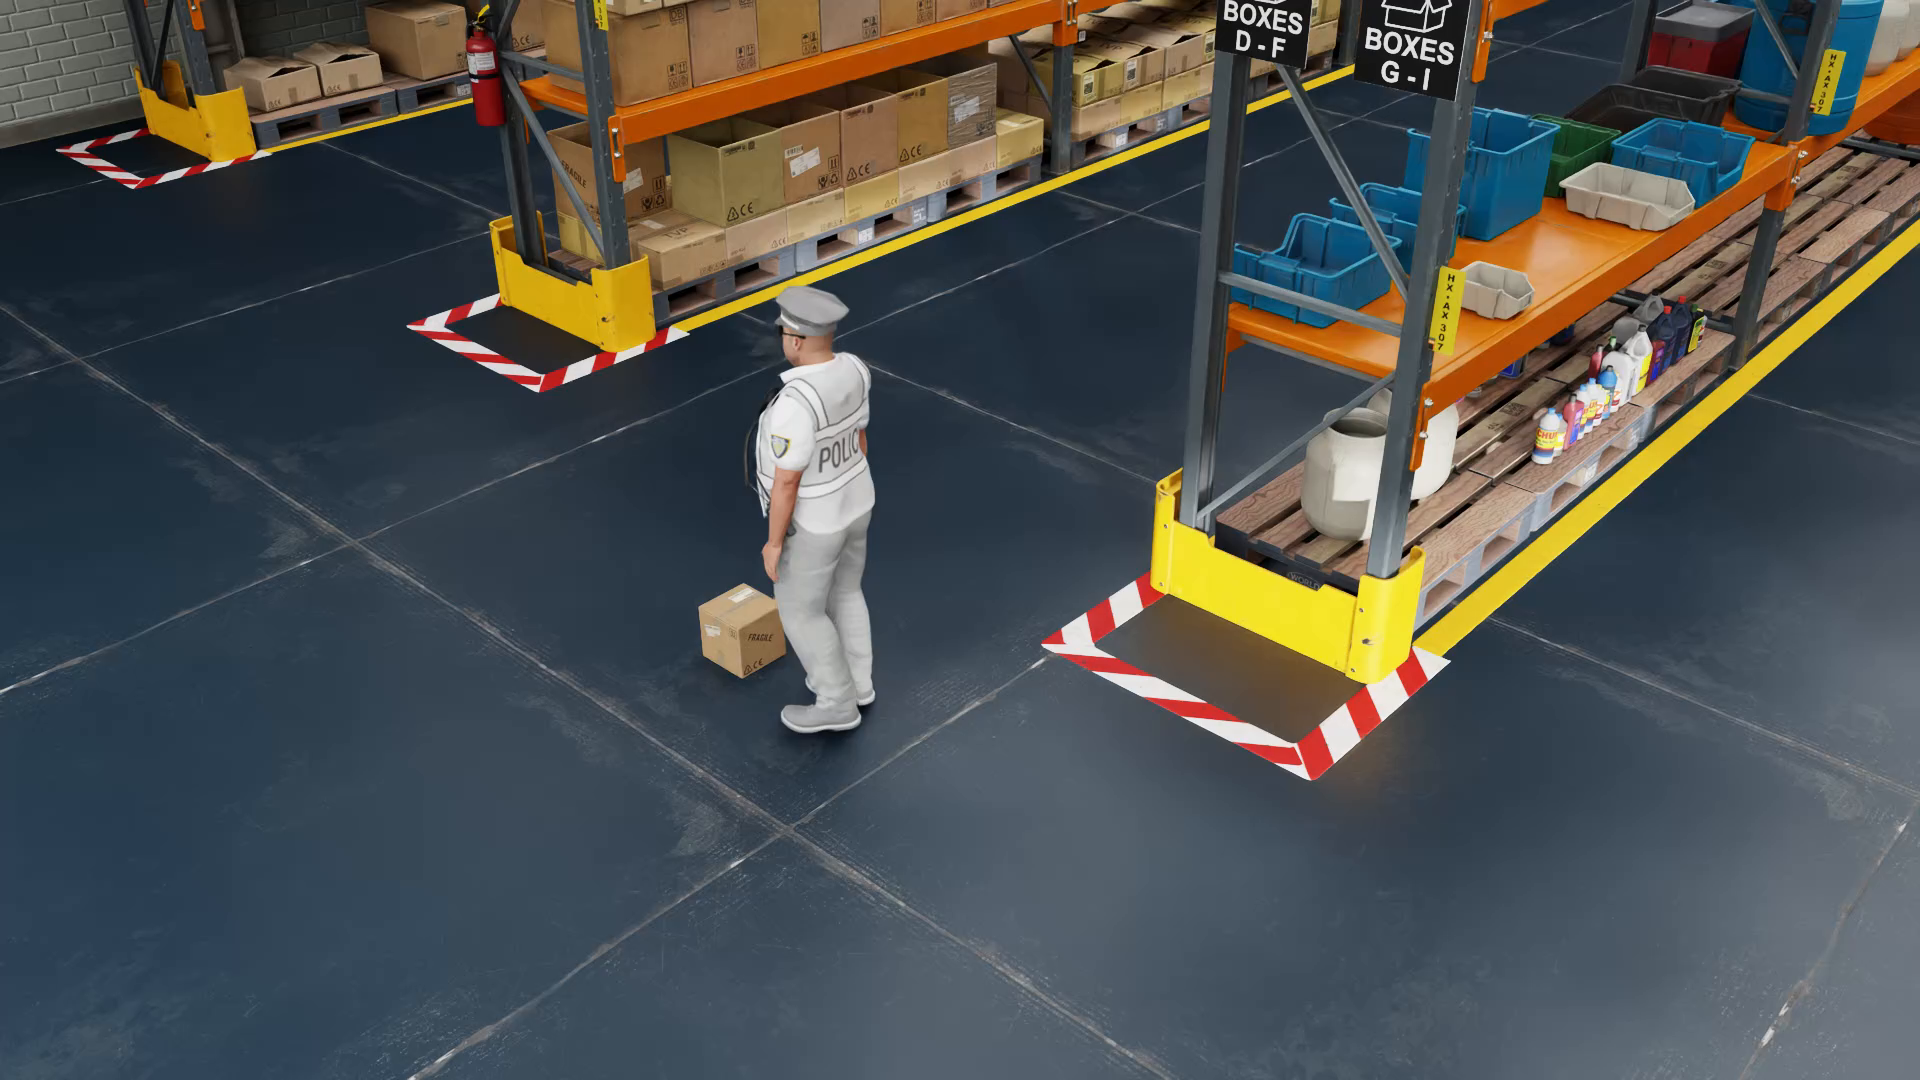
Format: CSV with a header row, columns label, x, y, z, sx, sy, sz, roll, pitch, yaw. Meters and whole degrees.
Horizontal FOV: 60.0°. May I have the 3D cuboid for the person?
label,x,y,z,sx,sy,sz,roll,pitch,yaw
person,-0.532,-0.094,6.253,0.424,1.767,0.579,17,35,25
